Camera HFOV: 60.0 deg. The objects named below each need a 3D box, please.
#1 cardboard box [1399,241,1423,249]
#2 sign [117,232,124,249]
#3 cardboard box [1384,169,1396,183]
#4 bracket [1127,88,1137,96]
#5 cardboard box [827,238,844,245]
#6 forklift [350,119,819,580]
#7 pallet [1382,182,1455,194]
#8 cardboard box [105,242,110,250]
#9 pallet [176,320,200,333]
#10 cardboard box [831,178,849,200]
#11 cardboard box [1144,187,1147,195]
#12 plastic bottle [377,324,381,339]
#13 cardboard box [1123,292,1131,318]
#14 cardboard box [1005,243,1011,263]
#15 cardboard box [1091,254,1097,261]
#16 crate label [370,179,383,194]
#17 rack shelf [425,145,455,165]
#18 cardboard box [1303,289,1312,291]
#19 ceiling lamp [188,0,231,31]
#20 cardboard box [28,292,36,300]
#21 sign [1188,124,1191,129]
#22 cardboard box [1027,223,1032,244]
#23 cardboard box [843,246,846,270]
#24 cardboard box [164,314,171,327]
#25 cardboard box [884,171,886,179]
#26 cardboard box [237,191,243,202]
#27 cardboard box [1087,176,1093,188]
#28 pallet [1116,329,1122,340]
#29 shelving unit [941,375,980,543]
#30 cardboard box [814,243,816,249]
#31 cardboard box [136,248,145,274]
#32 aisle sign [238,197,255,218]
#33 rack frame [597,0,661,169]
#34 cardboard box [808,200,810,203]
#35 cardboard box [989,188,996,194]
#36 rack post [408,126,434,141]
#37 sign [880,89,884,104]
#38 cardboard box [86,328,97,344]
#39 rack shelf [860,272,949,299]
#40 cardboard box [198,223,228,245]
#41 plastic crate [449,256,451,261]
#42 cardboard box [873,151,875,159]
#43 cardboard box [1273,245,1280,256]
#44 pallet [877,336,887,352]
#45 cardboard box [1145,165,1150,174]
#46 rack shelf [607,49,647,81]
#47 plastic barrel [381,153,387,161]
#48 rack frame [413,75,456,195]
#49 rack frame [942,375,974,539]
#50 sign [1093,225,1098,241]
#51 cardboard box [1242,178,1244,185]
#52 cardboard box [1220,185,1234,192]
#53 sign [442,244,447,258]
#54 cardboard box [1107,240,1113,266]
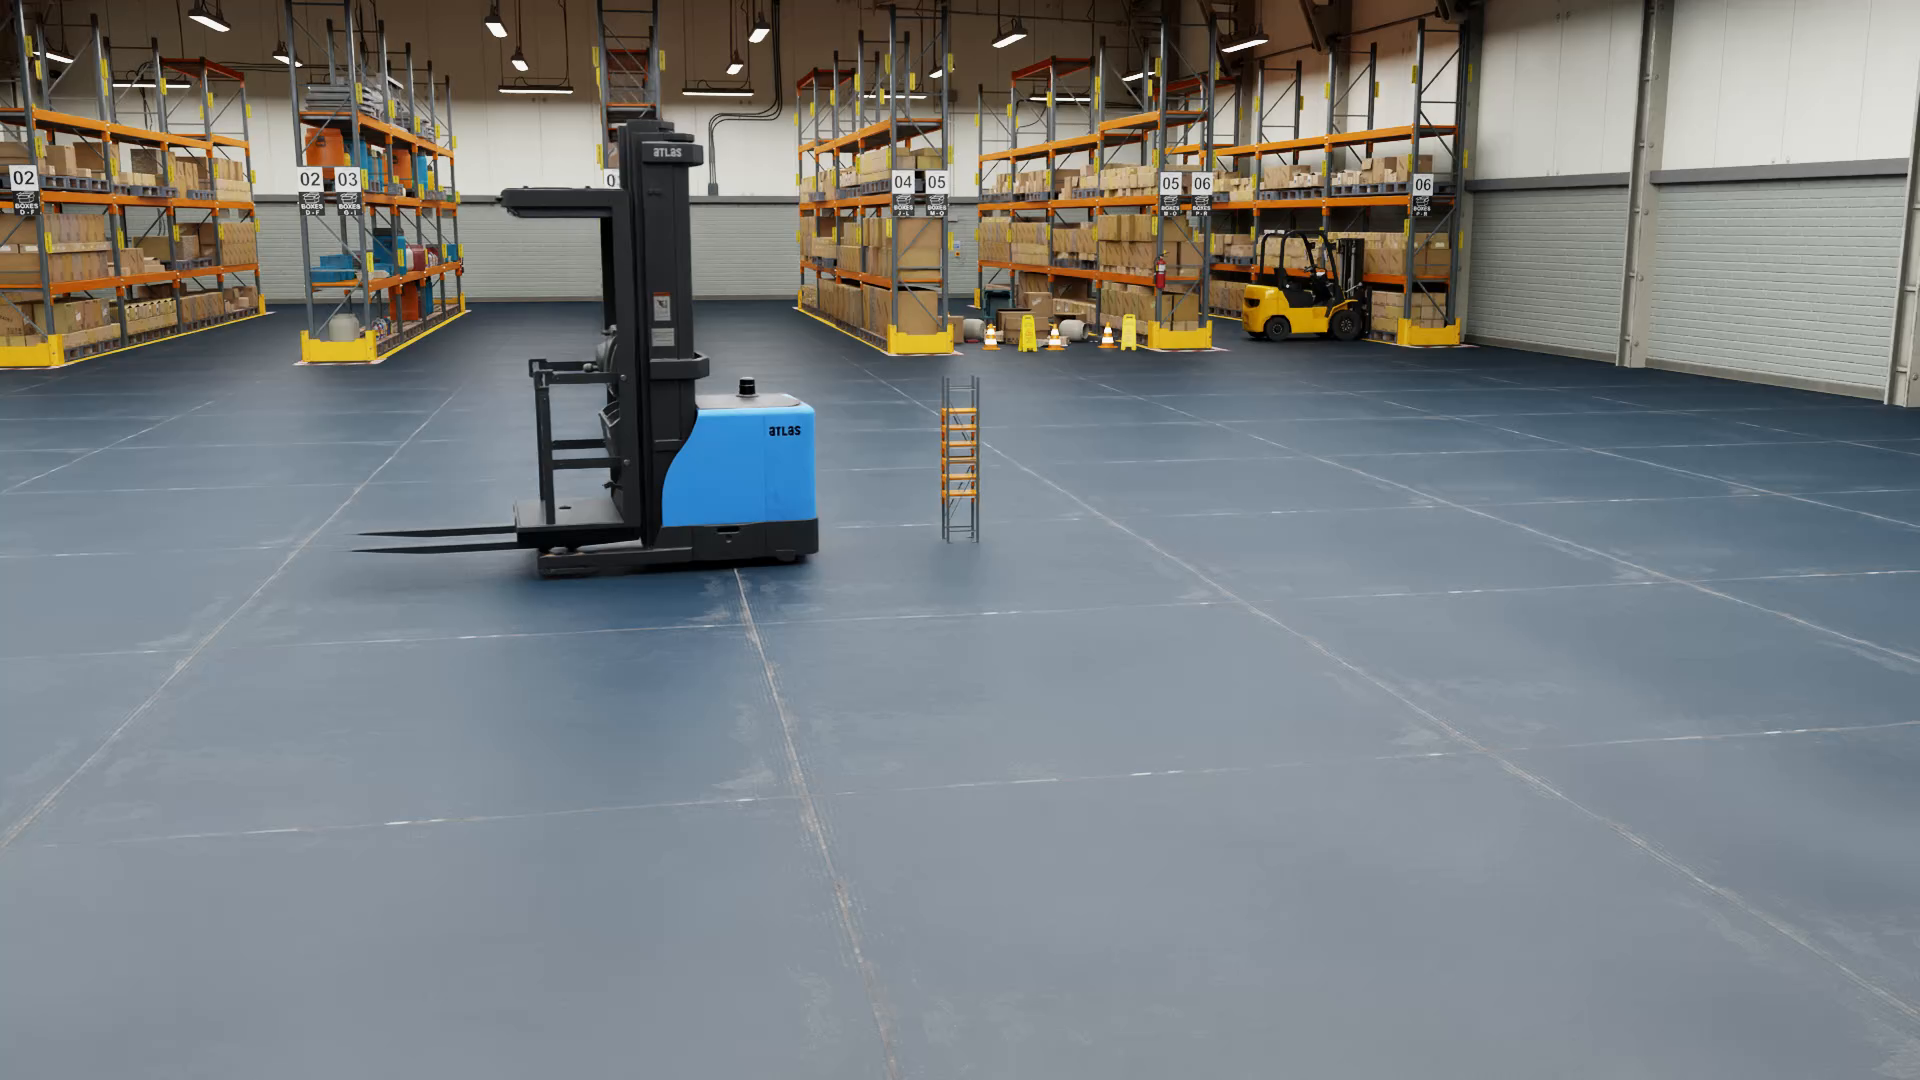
[{"bbox_3d":[8.645,-5.655,31.884,0.380,0.149,0.250,-2,11,-10],"label":"cardboard box"},{"bbox_3d":[-15.553,-5.551,30.813,0.100,0.325,0.005,-2,11,-11],"label":"sign"},{"bbox_3d":[8.479,-7.084,32.342,0.396,0.266,0.258,-2,11,-11],"label":"cardboard box"},{"bbox_3d":[5.346,-13.909,51.580,0.235,0.232,0.430,-2,11,-11],"label":"bracket"},{"bbox_3d":[-2.817,-6.770,37.701,0.380,0.149,0.250,-3,11,-13],"label":"cardboard box"},{"bbox_3d":[-2.543,-1.292,11.144,3.031,2.935,1.130,-3,11,-16],"label":"forklift"},{"bbox_3d":[8.876,-6.795,32.088,1.003,0.211,1.213,-2,11,-11],"label":"pallet"},{"bbox_3d":[-15.834,-5.392,30.502,0.380,0.149,0.250,-2,11,-11],"label":"cardboard box"},{"bbox_3d":[-16.983,-4.569,35.635,1.003,0.211,1.213,-2,11,-11],"label":"pallet"},{"bbox_3d":[-2.633,-7.940,37.599,0.500,0.500,0.500,-2,11,-11],"label":"cardboard box"},{"bbox_3d":[3.677,-6.553,31.251,0.380,0.149,0.250,-2,11,-9],"label":"cardboard box"},{"bbox_3d":[-10.533,-3.780,30.123,0.061,0.283,0.133,-2,11,-10],"label":"plastic bottle"},{"bbox_3d":[3.512,-4.603,32.581,0.500,0.500,0.500,-2,11,-12],"label":"cardboard box"},{"bbox_3d":[1.445,-7.379,42.673,0.500,0.500,0.500,-2,11,-10],"label":"cardboard box"},{"bbox_3d":[2.971,-5.954,35.003,0.380,0.149,0.250,-2,11,-10],"label":"cardboard box"},{"bbox_3d":[-10.500,-6.268,29.482,0.502,0.251,0.408,-2,11,-11],"label":"crate label"},{"bbox_3d":[-13.183,-9.477,40.916,1.077,0.370,4.000,-2,11,-11],"label":"rack shelf"},{"bbox_3d":[7.954,-5.245,36.961,0.875,0.625,0.625,-2,11,-12],"label":"cardboard box"},{"bbox_3d":[-13.420,-10.954,30.070,0.800,3.185,2.000,-2,11,-11],"label":"ceiling lamp"},{"bbox_3d":[-22.958,-5.848,40.463,0.700,0.500,0.500,-2,11,-11],"label":"cardboard box"},{"bbox_3d":[6.424,-11.669,46.515,0.100,0.325,0.005,-2,11,-11],"label":"sign"},{"bbox_3d":[1.917,-7.424,40.237,0.500,0.500,0.500,-2,11,-12],"label":"cardboard box"},{"bbox_3d":[-2.250,-6.093,35.918,0.500,0.500,0.500,-2,11,-11],"label":"cardboard box"},{"bbox_3d":[-16.430,-4.474,33.909,0.500,0.250,0.500,-2,11,-12],"label":"cardboard box"},{"bbox_3d":[-1.162,-6.555,29.871,0.380,0.149,0.250,-2,11,-11],"label":"cardboard box"},{"bbox_3d":[-17.876,-8.399,40.682,0.500,0.250,0.500,-2,11,-11],"label":"cardboard box"},{"bbox_3d":[2.992,-7.588,35.294,0.500,0.250,0.500,-2,11,-10],"label":"cardboard box"},{"bbox_3d":[3.748,-4.071,33.018,1.003,0.211,1.213,-2,11,-11],"label":"pallet"},{"bbox_3d":[0.003,-0.587,12.070,0.258,1.200,0.189,-2,11,-11],"label":"shelving unit"},{"bbox_3d":[-3.322,-7.100,40.233,0.380,0.149,0.250,-2,11,-10],"label":"cardboard box"},{"bbox_3d":[-16.533,-5.542,33.025,0.500,0.500,0.500,-3,11,-14],"label":"cardboard box"},{"bbox_3d":[-18.144,-8.568,42.238,0.394,0.787,0.004,-2,11,-11],"label":"aisle sign"},{"bbox_3d":[-5.601,-7.640,28.267,1.000,3.000,0.127,-2,11,-11],"label":"rack frame"},{"bbox_3d":[-3.596,-8.720,42.369,0.500,0.250,0.500,-2,11,-12],"label":"cardboard box"},{"bbox_3d":[0.994,-9.385,44.741,0.380,0.149,0.250,-2,11,-9],"label":"cardboard box"},{"bbox_3d":[-12.275,-9.048,37.005,0.937,0.300,0.954,-1,11,-5],"label":"rack post"},{"bbox_3d":[-1.729,-9.826,36.834,0.100,0.325,0.005,-2,11,-11],"label":"sign"},{"bbox_3d":[-15.495,-3.570,29.162,0.500,0.250,0.500,-2,11,-11],"label":"cardboard box"},{"bbox_3d":[-1.105,-4.868,31.673,1.077,0.370,4.000,-2,11,-11],"label":"rack shelf"},{"bbox_3d":[-17.469,-7.171,38.907,0.500,0.500,0.500,-2,11,-10],"label":"cardboard box"},{"bbox_3d":[-13.235,-7.204,42.567,0.396,0.136,0.243,-2,11,-11],"label":"plastic crate"},{"bbox_3d":[-1.411,-7.181,31.028,0.380,0.149,0.250,-2,11,-11],"label":"cardboard box"},{"bbox_3d":[7.459,-6.594,37.885,0.500,0.250,0.500,-2,11,-12],"label":"cardboard box"},{"bbox_3d":[-0.949,-3.628,30.695,1.003,0.211,1.213,-2,11,-11],"label":"pallet"},{"bbox_3d":[3.684,-6.941,31.158,0.380,0.149,0.250,-2,11,-12],"label":"cardboard box"},{"bbox_3d":[-7.546,-10.753,37.660,1.077,0.370,4.000,-2,11,-11],"label":"rack shelf"},{"bbox_3d":[-12.069,-7.541,34.430,0.600,0.901,0.600,0,11,0],"label":"plastic barrel"},{"bbox_3d":[-13.572,-10.394,42.739,1.000,3.000,0.127,-2,11,-11],"label":"rack frame"},{"bbox_3d":[-0.015,-0.604,12.159,0.240,1.200,0.006,-2,11,-11],"label":"rack frame"},{"bbox_3d":[2.798,-6.334,34.358,0.100,0.325,0.005,-2,11,-11],"label":"sign"},{"bbox_3d":[7.018,-8.643,40.099,0.380,0.149,0.250,-2,11,-12],"label":"cardboard box"},{"bbox_3d":[6.646,-8.690,41.091,0.380,0.149,0.250,-2,11,-10],"label":"cardboard box"},{"bbox_3d":[-12.254,-6.869,39.522,0.100,0.325,0.005,-2,11,-11],"label":"sign"},{"bbox_3d":[3.274,-5.800,33.582,0.500,0.500,0.500,-2,11,-11],"label":"cardboard box"}]
